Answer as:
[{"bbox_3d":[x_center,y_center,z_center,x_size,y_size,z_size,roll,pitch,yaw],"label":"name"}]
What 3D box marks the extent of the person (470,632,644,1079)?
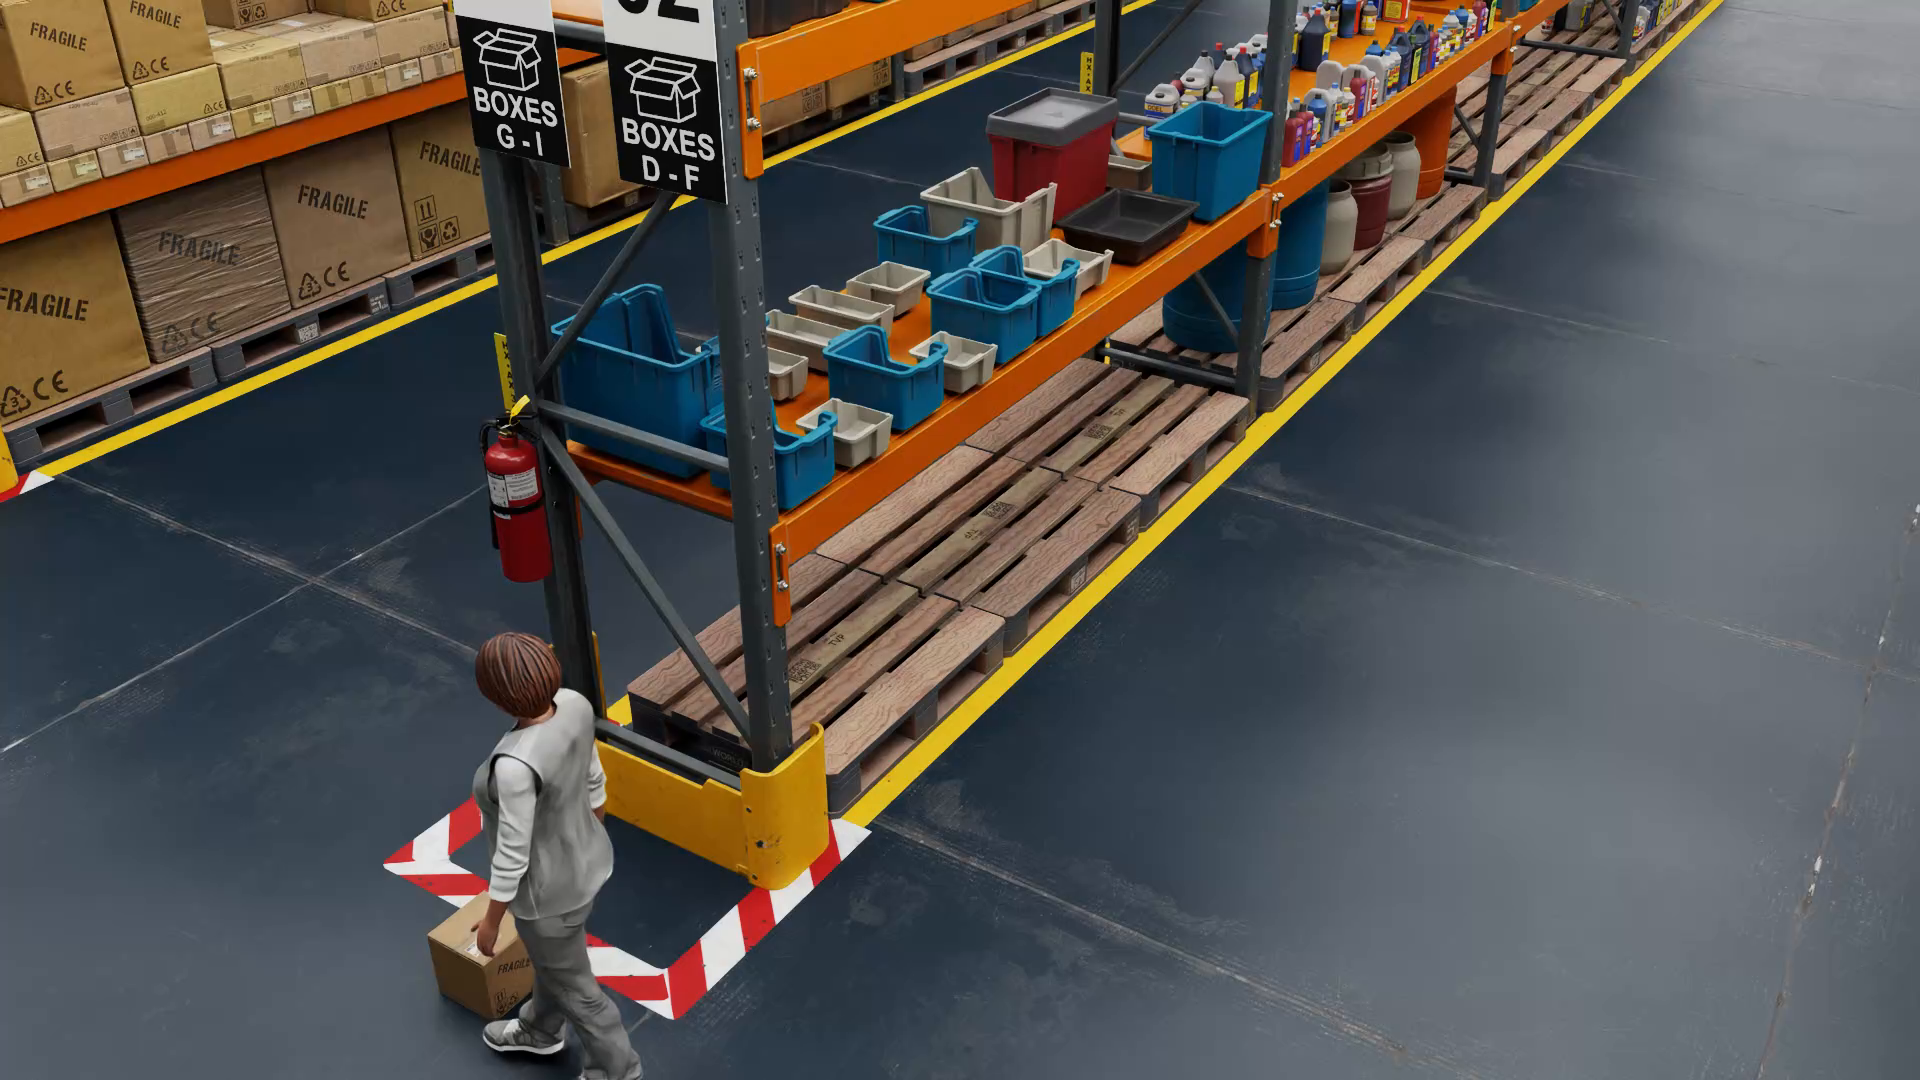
[{"bbox_3d":[-1.211,0.937,4.593,0.577,1.595,0.457,6,31,10],"label":"person"}]
